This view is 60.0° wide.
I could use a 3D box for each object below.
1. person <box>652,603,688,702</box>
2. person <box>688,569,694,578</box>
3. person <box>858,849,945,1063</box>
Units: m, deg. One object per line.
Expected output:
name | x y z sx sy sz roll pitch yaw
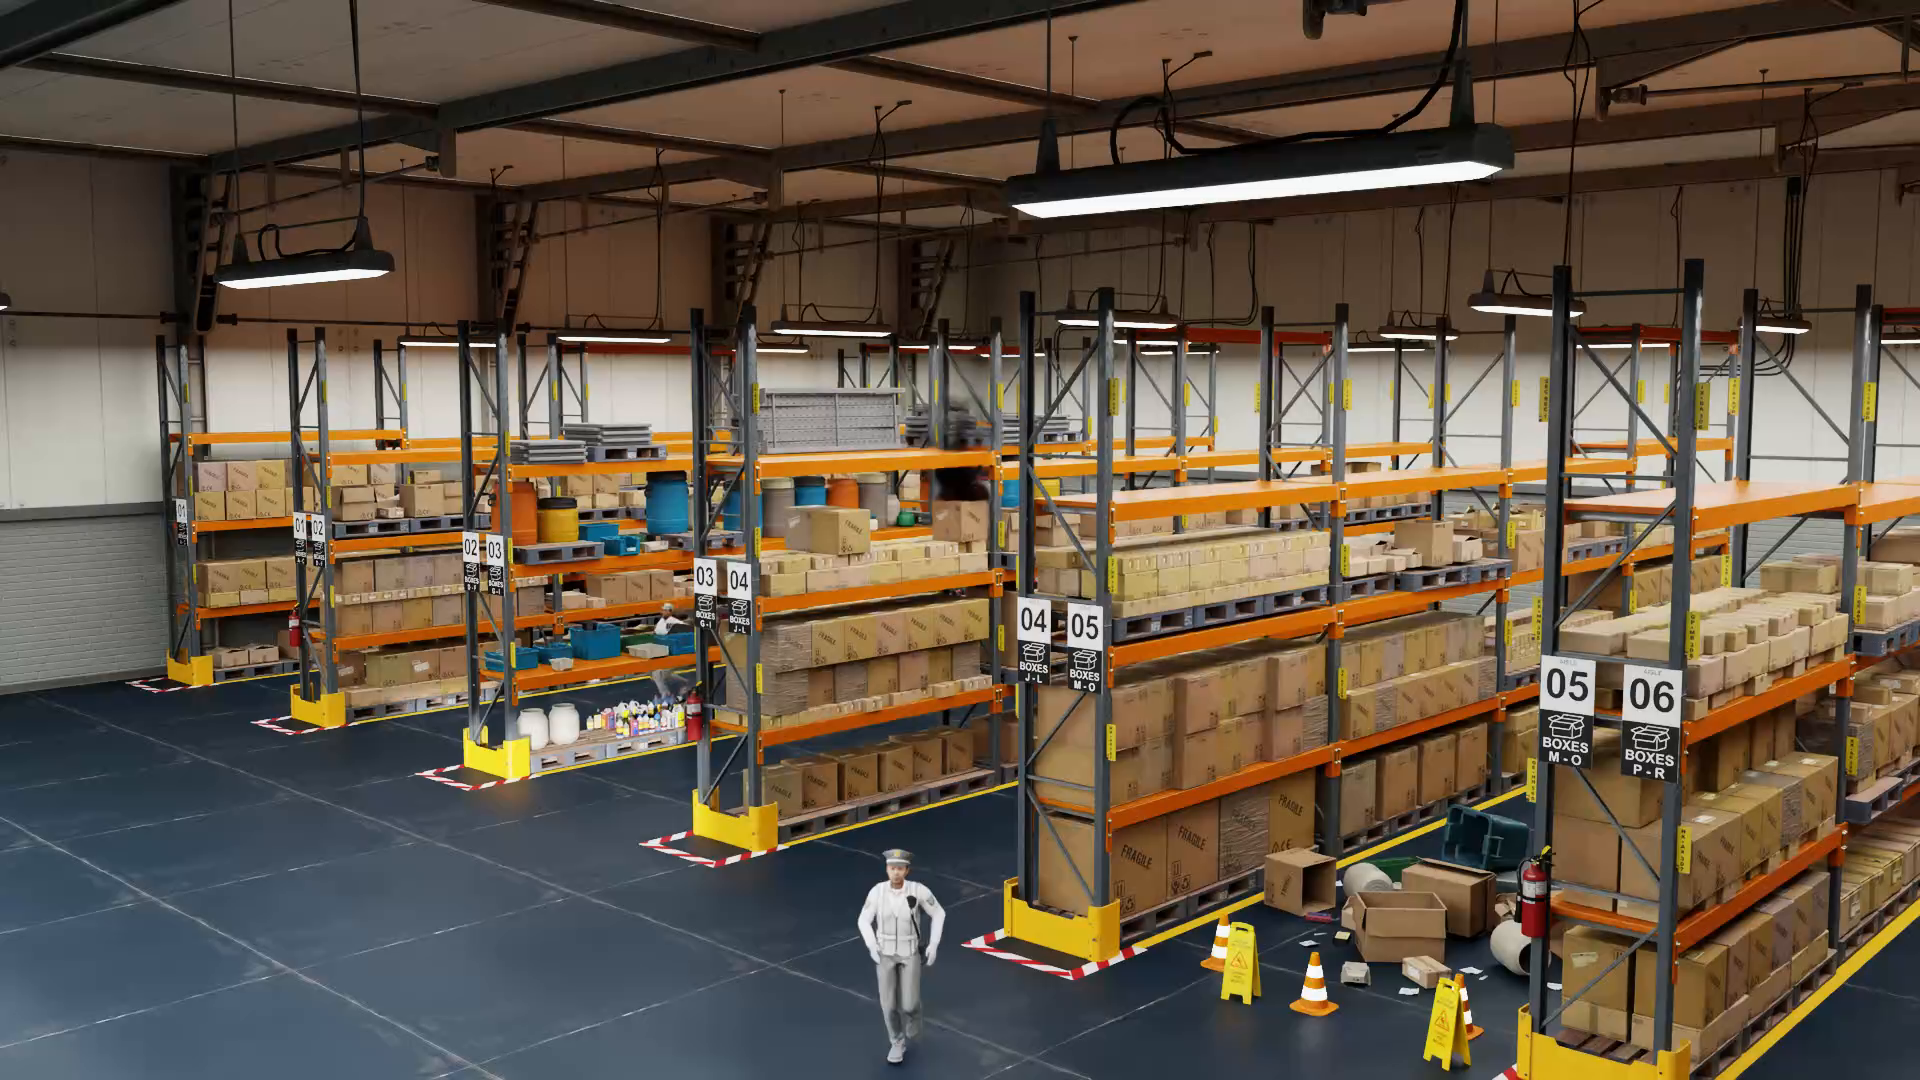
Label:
person | -4.739 1.823 27.023 0.605 1.615 0.578 4 7 36
person | -5.067 1.174 33.005 0.692 1.841 0.842 4 7 38
person | -0.453 3.153 12.706 0.663 1.646 0.577 0 5 4
